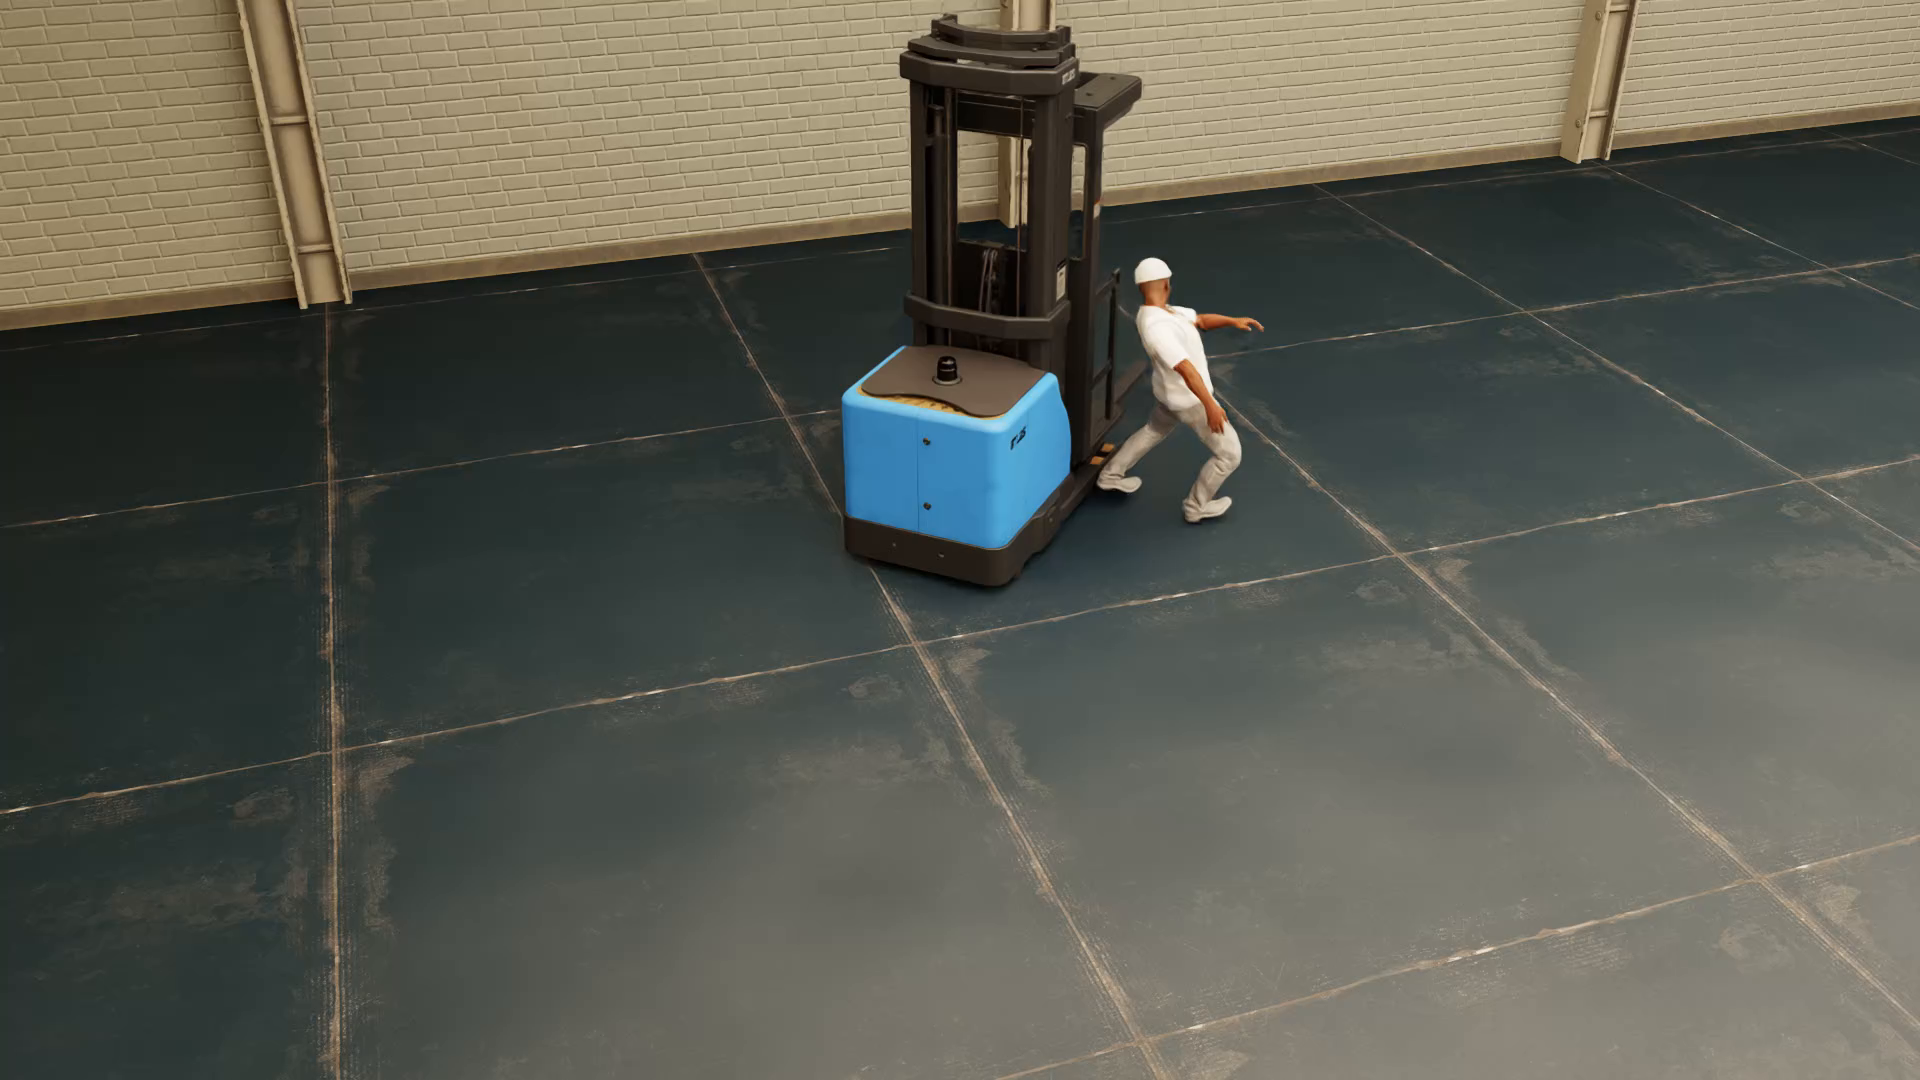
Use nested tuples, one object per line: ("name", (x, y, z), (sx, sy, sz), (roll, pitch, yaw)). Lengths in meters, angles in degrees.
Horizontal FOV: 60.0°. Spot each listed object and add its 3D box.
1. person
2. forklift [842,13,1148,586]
("person", (1.372, -0.852, 9.892), (0.860, 1.594, 0.867), (-9, 31, -16))
("forklift", (0.395, -1.723, 10.082), (1.130, 2.935, 3.031), (13, 32, 21))
